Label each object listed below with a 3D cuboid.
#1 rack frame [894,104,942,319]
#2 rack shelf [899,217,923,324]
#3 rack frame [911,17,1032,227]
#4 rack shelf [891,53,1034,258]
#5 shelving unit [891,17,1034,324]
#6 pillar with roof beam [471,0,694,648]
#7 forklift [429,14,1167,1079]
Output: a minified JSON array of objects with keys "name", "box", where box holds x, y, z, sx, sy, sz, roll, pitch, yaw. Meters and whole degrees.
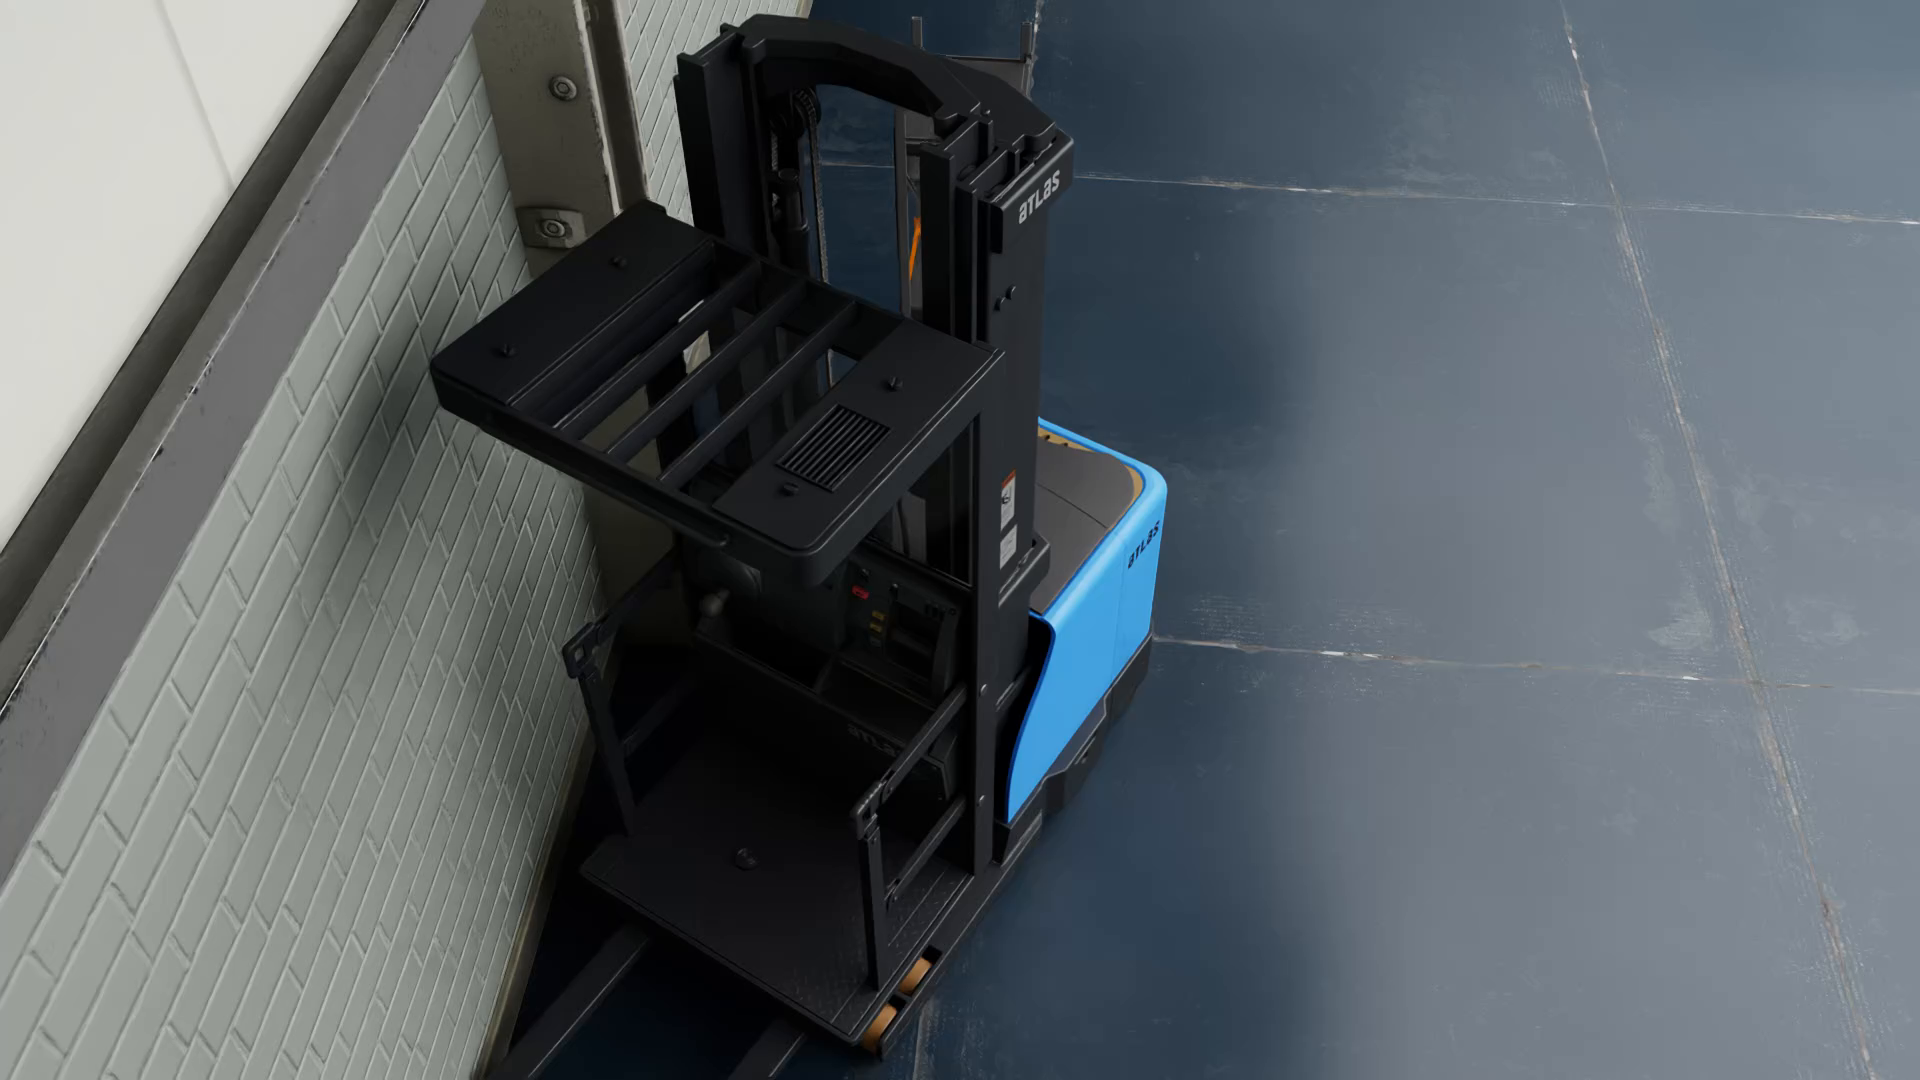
[{"name":"rack frame","box":[-0.007,-0.651,5.948,0.400,2.100,0.015,4,48,4]},{"name":"rack shelf","box":[0.015,-0.821,6.122,0.431,0.518,0.480,4,48,4]},{"name":"rack frame","box":[0.037,-1.010,6.276,0.400,2.100,0.015,4,48,4]},{"name":"rack shelf","box":[0.015,-1.294,5.606,0.431,0.518,0.480,4,48,4]},{"name":"shelving unit","box":[0.015,-0.830,6.112,0.431,2.100,0.503,4,48,4]},{"name":"pillar with roof beam","box":[3.134,-2.489,2.954,9.100,9.000,0.400,4,48,4]},{"name":"forklift","box":[-0.517,0.235,4.575,1.130,2.935,3.031,26,52,22]}]
